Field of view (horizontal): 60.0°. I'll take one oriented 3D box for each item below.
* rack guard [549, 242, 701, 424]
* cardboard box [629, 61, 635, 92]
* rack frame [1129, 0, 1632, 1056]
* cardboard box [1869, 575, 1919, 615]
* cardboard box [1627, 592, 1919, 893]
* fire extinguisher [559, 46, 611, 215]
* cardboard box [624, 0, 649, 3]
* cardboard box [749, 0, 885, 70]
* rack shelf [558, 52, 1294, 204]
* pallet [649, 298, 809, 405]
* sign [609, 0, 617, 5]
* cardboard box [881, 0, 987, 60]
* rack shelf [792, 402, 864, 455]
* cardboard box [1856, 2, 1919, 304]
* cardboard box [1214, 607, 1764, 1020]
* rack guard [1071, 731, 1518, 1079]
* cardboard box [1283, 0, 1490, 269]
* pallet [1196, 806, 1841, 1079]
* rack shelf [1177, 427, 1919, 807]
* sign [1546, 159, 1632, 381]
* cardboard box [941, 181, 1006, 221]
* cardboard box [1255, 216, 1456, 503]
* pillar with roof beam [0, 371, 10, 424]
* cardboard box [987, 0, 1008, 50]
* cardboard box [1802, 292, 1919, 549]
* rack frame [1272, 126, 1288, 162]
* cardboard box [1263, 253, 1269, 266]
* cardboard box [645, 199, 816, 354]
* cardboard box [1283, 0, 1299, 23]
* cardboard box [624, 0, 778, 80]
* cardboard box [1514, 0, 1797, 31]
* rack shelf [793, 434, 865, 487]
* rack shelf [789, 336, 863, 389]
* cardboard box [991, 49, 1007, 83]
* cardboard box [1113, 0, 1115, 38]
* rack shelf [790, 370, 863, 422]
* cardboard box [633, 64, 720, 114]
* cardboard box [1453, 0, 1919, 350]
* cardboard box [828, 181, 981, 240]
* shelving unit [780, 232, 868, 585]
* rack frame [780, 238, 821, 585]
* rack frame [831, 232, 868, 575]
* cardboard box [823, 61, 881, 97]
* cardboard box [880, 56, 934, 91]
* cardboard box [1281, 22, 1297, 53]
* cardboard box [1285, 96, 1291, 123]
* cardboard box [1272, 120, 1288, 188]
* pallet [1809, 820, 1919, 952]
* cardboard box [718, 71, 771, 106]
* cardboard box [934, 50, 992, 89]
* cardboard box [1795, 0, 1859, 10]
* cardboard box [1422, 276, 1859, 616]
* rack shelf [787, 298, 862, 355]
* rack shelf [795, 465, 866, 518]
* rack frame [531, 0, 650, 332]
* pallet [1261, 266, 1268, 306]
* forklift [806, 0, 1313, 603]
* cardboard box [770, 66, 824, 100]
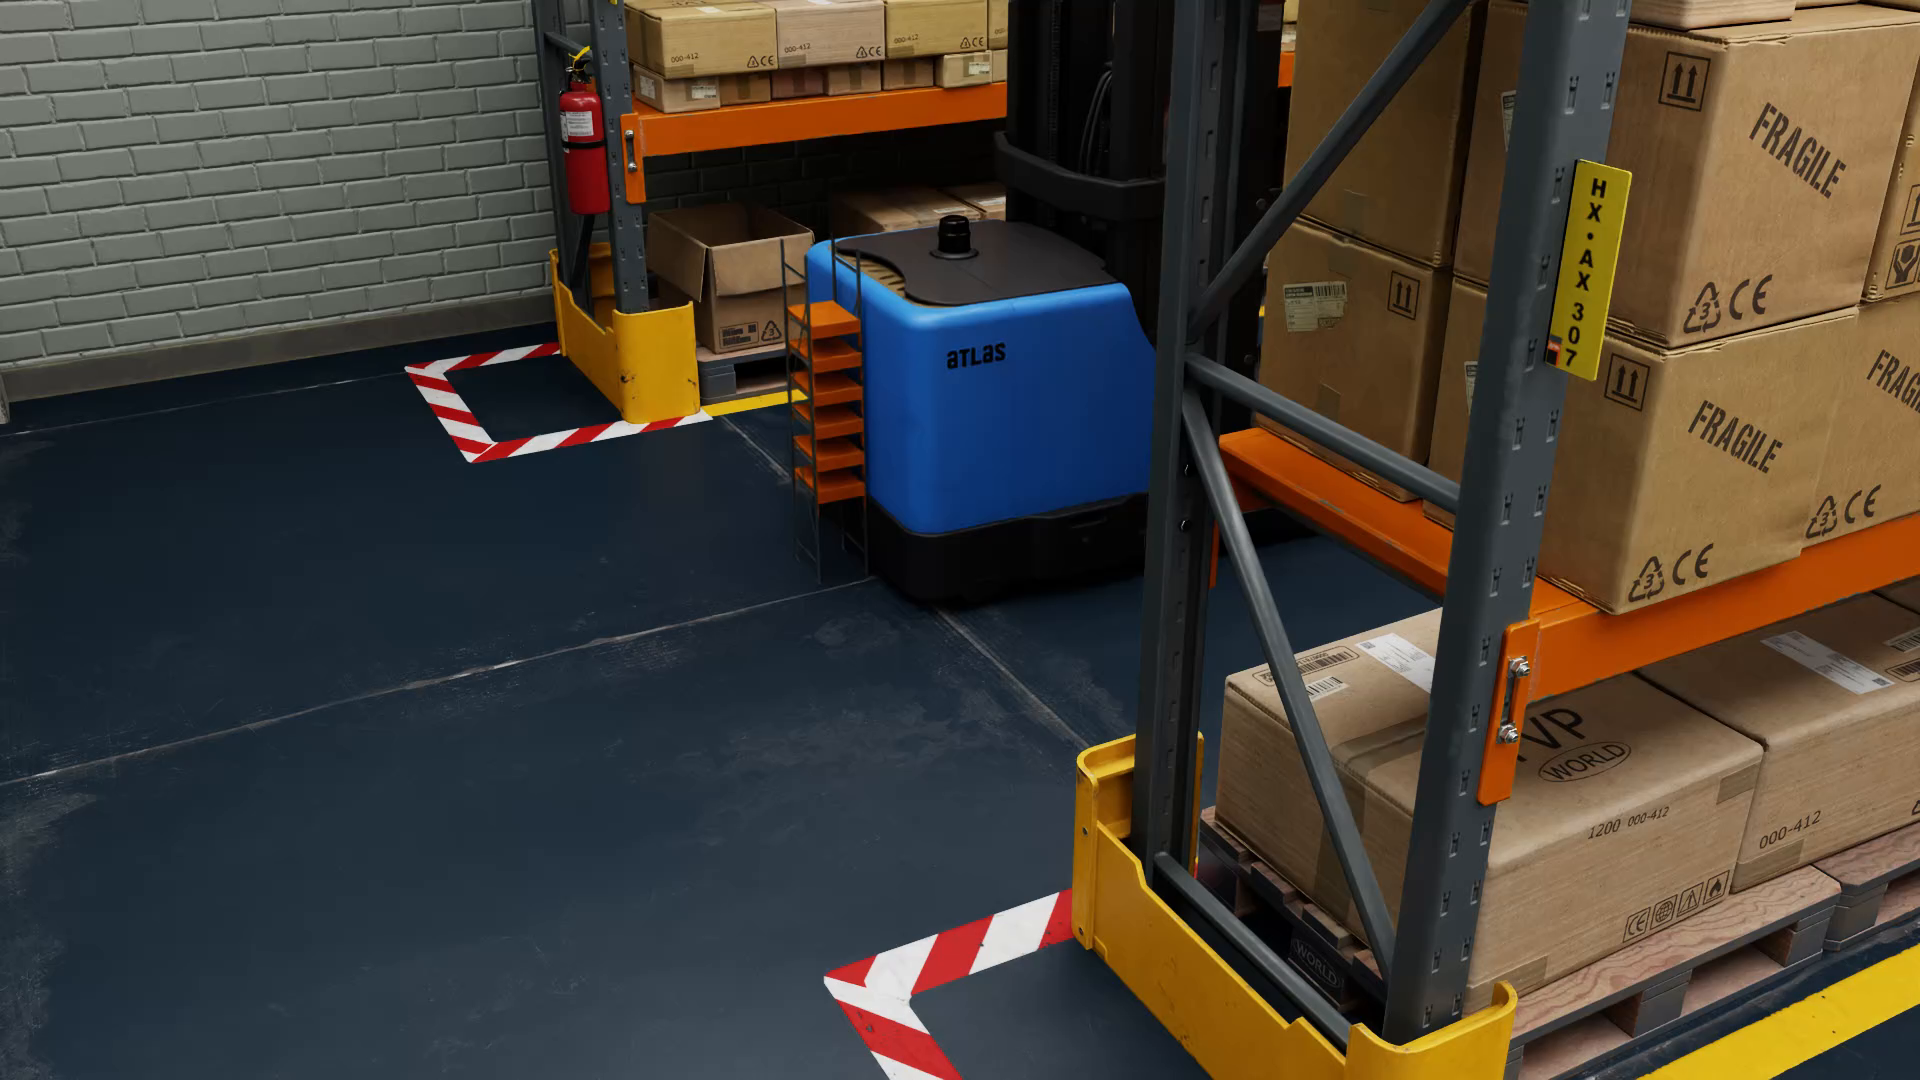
[{"bbox_3d":[-1.567,-0.982,7.717,0.348,0.500,1.175,-13,29,-25],"label":"rack guard"},{"bbox_3d":[-1.468,-2.150,7.553,0.250,0.149,0.380,-13,29,-26],"label":"cardboard box"},{"bbox_3d":[0.705,-0.198,3.197,0.127,3.000,1.000,-13,29,-25],"label":"rack frame"},{"bbox_3d":[2.841,0.222,4.797,0.875,0.438,0.875,-14,29,-27],"label":"cardboard box"},{"bbox_3d":[2.044,0.405,4.416,0.875,0.438,0.875,-12,28,-24],"label":"cardboard box"},{"bbox_3d":[-1.546,-1.684,6.812,0.183,0.674,0.296,-13,29,-25],"label":"fire extinguisher"},{"bbox_3d":[-1.353,-2.355,7.518,0.500,0.250,0.500,-12,28,-24],"label":"cardboard box"},{"bbox_3d":[-0.662,-2.252,7.304,0.500,0.250,0.500,-13,28,-25],"label":"cardboard box"},{"bbox_3d":[0.131,-2.176,8.148,4.000,0.370,1.077,-13,29,-25],"label":"rack shelf"},{"bbox_3d":[-0.864,-1.014,8.119,1.213,0.211,1.003,-13,29,-25],"label":"pallet"},{"bbox_3d":[-1.378,-2.276,6.525,0.005,0.325,0.100,-13,29,-25],"label":"sign"},{"bbox_3d":[-0.216,-2.356,7.522,0.500,0.250,0.500,-14,29,-26],"label":"cardboard box"},{"bbox_3d":[-0.467,-0.403,5.806,0.180,0.103,0.258,-12,28,-23],"label":"rack shelf"},{"bbox_3d":[1.715,-0.791,3.161,0.500,0.500,0.500,-14,29,-26],"label":"cardboard box"},{"bbox_3d":[1.241,0.595,4.021,0.875,0.438,0.875,-14,29,-27],"label":"cardboard box"},{"bbox_3d":[0.684,0.933,3.728,0.348,0.500,1.175,-13,29,-25],"label":"rack guard"},{"bbox_3d":[1.019,-0.883,3.353,0.500,0.500,0.500,-12,28,-23],"label":"cardboard box"},{"bbox_3d":[1.374,0.866,4.202,1.213,0.211,1.003,-13,29,-25],"label":"pallet"},{"bbox_3d":[2.470,-0.281,4.202,4.000,0.370,1.077,-13,29,-25],"label":"rack shelf"},{"bbox_3d":[0.961,-0.411,2.549,0.005,0.325,0.100,-13,29,-25],"label":"sign"},{"bbox_3d":[0.237,-1.473,8.255,0.500,0.500,0.500,-12,28,-24],"label":"cardboard box"},{"bbox_3d":[1.006,-0.443,3.591,0.500,0.500,0.500,-13,28,-25],"label":"cardboard box"},{"bbox_3d":[-2.411,-2.949,1.995,0.400,9.000,9.100,-13,29,-25],"label":"pillar with roof beam"},{"bbox_3d":[0.225,-2.469,7.756,0.500,0.250,0.500,-14,29,-26],"label":"cardboard box"},{"bbox_3d":[1.697,-0.345,3.388,0.500,0.500,0.500,-13,29,-26],"label":"cardboard box"},{"bbox_3d":[1.896,-2.908,8.841,0.127,3.000,1.000,-13,29,-25],"label":"rack frame"},{"bbox_3d":[1.542,-1.586,8.897,0.250,0.149,0.380,-14,29,-27],"label":"cardboard box"},{"bbox_3d":[-1.049,-1.246,7.778,0.637,0.503,0.797,-14,29,-27],"label":"cardboard box"},{"bbox_3d":[1.561,-2.778,8.399,0.500,0.250,0.500,-12,28,-24],"label":"cardboard box"},{"bbox_3d":[-1.107,-2.149,7.090,0.500,0.250,0.500,-13,28,-25],"label":"cardboard box"},{"bbox_3d":[1.149,-0.953,2.749,0.250,0.149,0.380,-12,28,-24],"label":"cardboard box"},{"bbox_3d":[-0.467,-0.295,5.858,0.180,0.103,0.258,-12,28,-23],"label":"rack shelf"},{"bbox_3d":[-0.467,-0.620,5.703,0.180,0.103,0.258,-12,28,-23],"label":"rack shelf"},{"bbox_3d":[0.168,-2.247,7.755,0.250,0.149,0.380,-12,28,-24],"label":"cardboard box"},{"bbox_3d":[0.680,-2.573,7.974,0.500,0.250,0.500,-13,29,-25],"label":"cardboard box"},{"bbox_3d":[-0.467,-0.511,5.754,0.180,0.103,0.258,-12,28,-23],"label":"rack shelf"},{"bbox_3d":[-1.215,-1.942,7.120,0.250,0.149,0.380,-13,29,-25],"label":"cardboard box"},{"bbox_3d":[1.263,-0.683,2.936,0.500,0.500,0.500,-14,29,-26],"label":"cardboard box"},{"bbox_3d":[-0.277,-1.403,8.110,0.500,0.500,0.700,-12,28,-23],"label":"cardboard box"},{"bbox_3d":[-0.467,-0.443,5.787,0.189,1.200,0.258,-12,28,-23],"label":"shelving unit"},{"bbox_3d":[-0.549,-0.426,5.751,0.006,1.200,0.240,-12,28,-23],"label":"rack frame"},{"bbox_3d":[-0.385,-0.461,5.823,0.006,1.200,0.240,-12,28,-23],"label":"rack frame"},{"bbox_3d":[-0.545,-2.107,7.462,0.250,0.149,0.380,-12,28,-23],"label":"cardboard box"},{"bbox_3d":[-0.313,-2.163,7.579,0.250,0.149,0.380,-13,28,-24],"label":"cardboard box"},{"bbox_3d":[1.514,-2.572,8.431,0.250,0.149,0.380,-12,28,-24],"label":"cardboard box"},{"bbox_3d":[2.085,-2.448,9.536,0.250,0.149,0.380,-14,29,-27],"label":"cardboard box"},{"bbox_3d":[2.190,-2.183,9.735,0.500,0.500,0.500,-13,29,-25],"label":"cardboard box"},{"bbox_3d":[2.449,0.619,4.716,1.213,0.211,1.003,-13,29,-25],"label":"pallet"},{"bbox_3d":[-1.012,-2.012,7.264,0.250,0.149,0.380,-12,28,-24],"label":"cardboard box"},{"bbox_3d":[-0.054,-2.186,7.627,0.250,0.149,0.380,-14,29,-27],"label":"cardboard box"},{"bbox_3d":[1.347,-1.034,2.917,0.250,0.149,0.380,-12,28,-24],"label":"cardboard box"},{"bbox_3d":[1.264,-0.232,3.151,0.500,0.500,0.500,-13,29,-25],"label":"cardboard box"},{"bbox_3d":[-0.467,-0.728,5.651,0.180,0.103,0.258,-12,28,-23],"label":"rack shelf"},{"bbox_3d":[-0.467,-0.187,5.910,0.180,0.103,0.258,-12,28,-23],"label":"rack shelf"},{"bbox_3d":[-1.634,-2.093,7.144,0.127,3.000,1.000,-13,29,-25],"label":"rack frame"},{"bbox_3d":[1.289,-1.511,9.154,1.213,0.211,1.003,-13,29,-25],"label":"pallet"},{"bbox_3d":[0.983,-1.529,6.049,3.031,2.935,1.130,-12,28,-23],"label":"forklift"},{"bbox_3d":[-0.796,-2.078,7.404,0.250,0.149,0.380,-13,29,-26],"label":"cardboard box"}]
